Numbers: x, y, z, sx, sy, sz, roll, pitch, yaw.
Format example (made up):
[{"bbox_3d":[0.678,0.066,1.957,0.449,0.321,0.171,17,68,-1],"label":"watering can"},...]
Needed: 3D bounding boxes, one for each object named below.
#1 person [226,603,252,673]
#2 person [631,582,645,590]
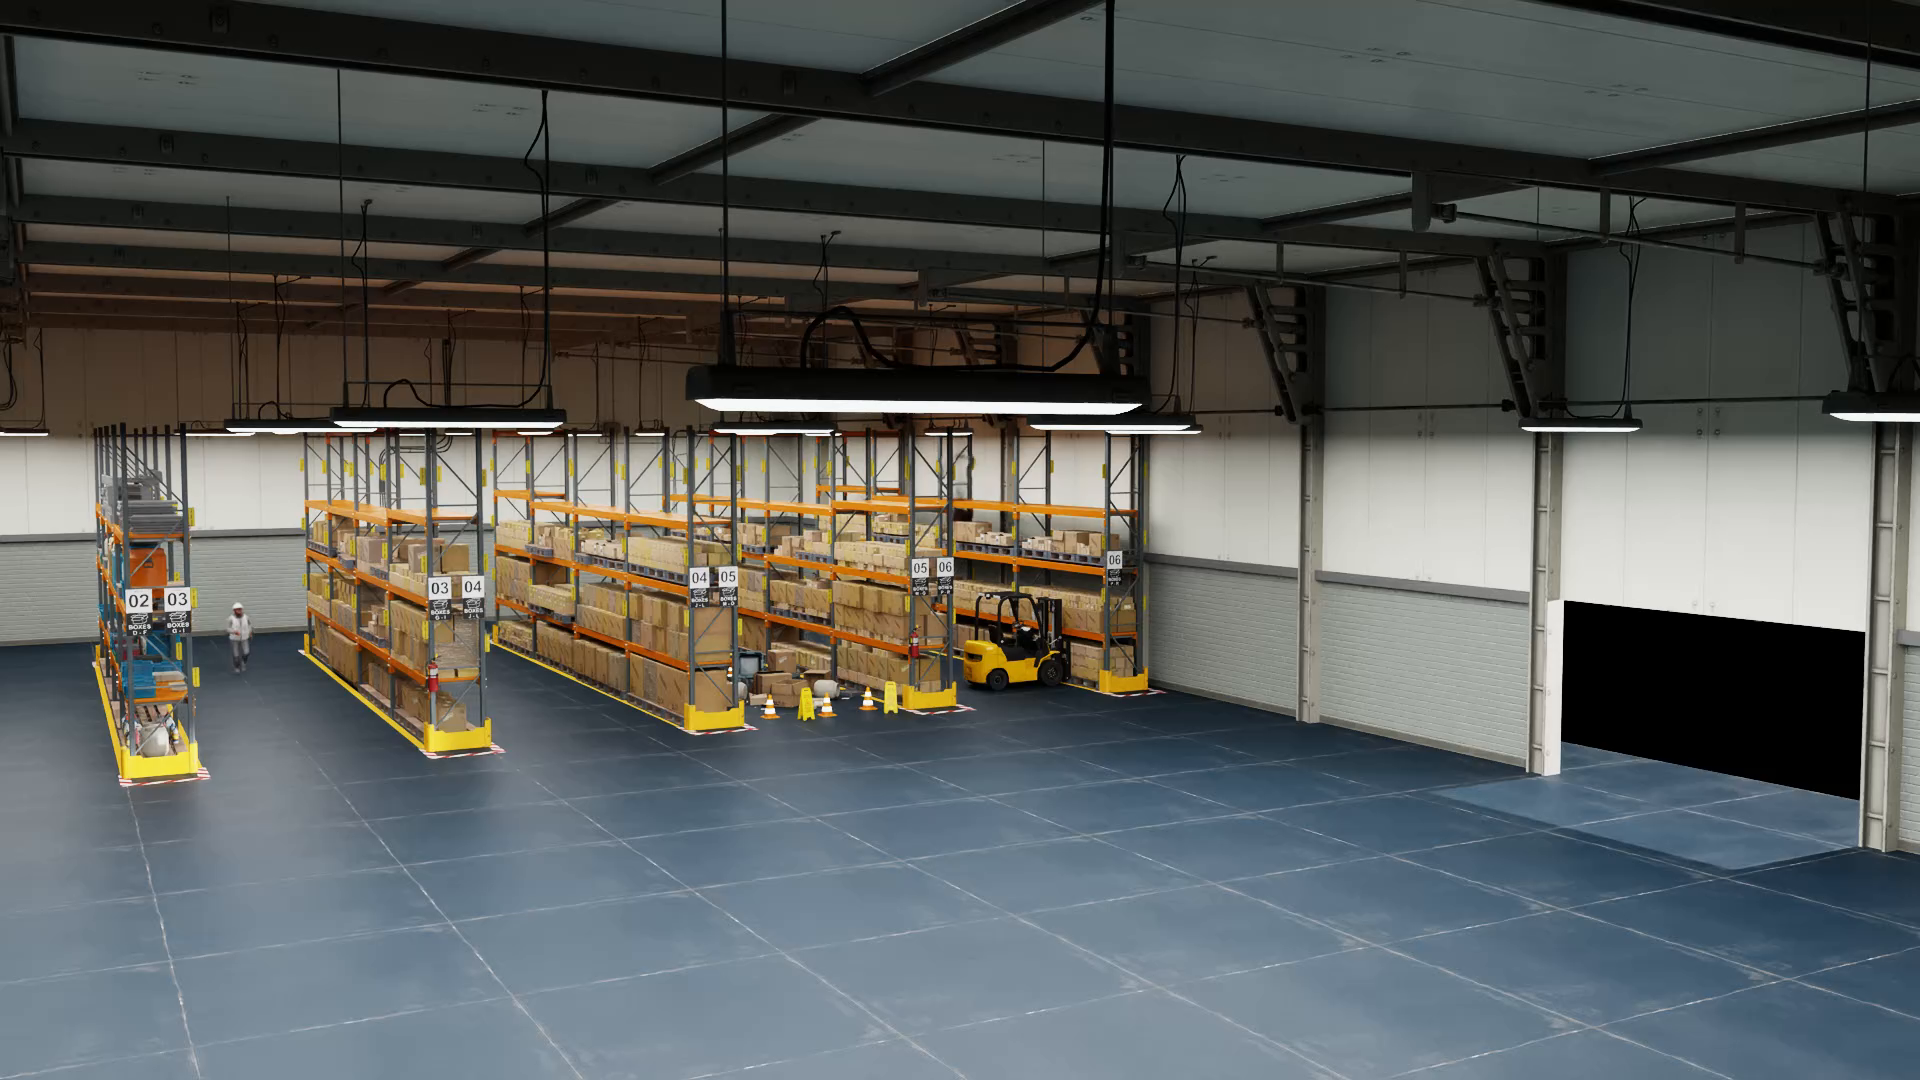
[{"bbox_3d":[-17.511,2.396,40.446,0.633,1.730,0.719,-2,4,-34],"label":"person"},{"bbox_3d":[-9.644,1.884,50.122,1.000,1.711,0.742,-2,4,-25],"label":"person"}]
